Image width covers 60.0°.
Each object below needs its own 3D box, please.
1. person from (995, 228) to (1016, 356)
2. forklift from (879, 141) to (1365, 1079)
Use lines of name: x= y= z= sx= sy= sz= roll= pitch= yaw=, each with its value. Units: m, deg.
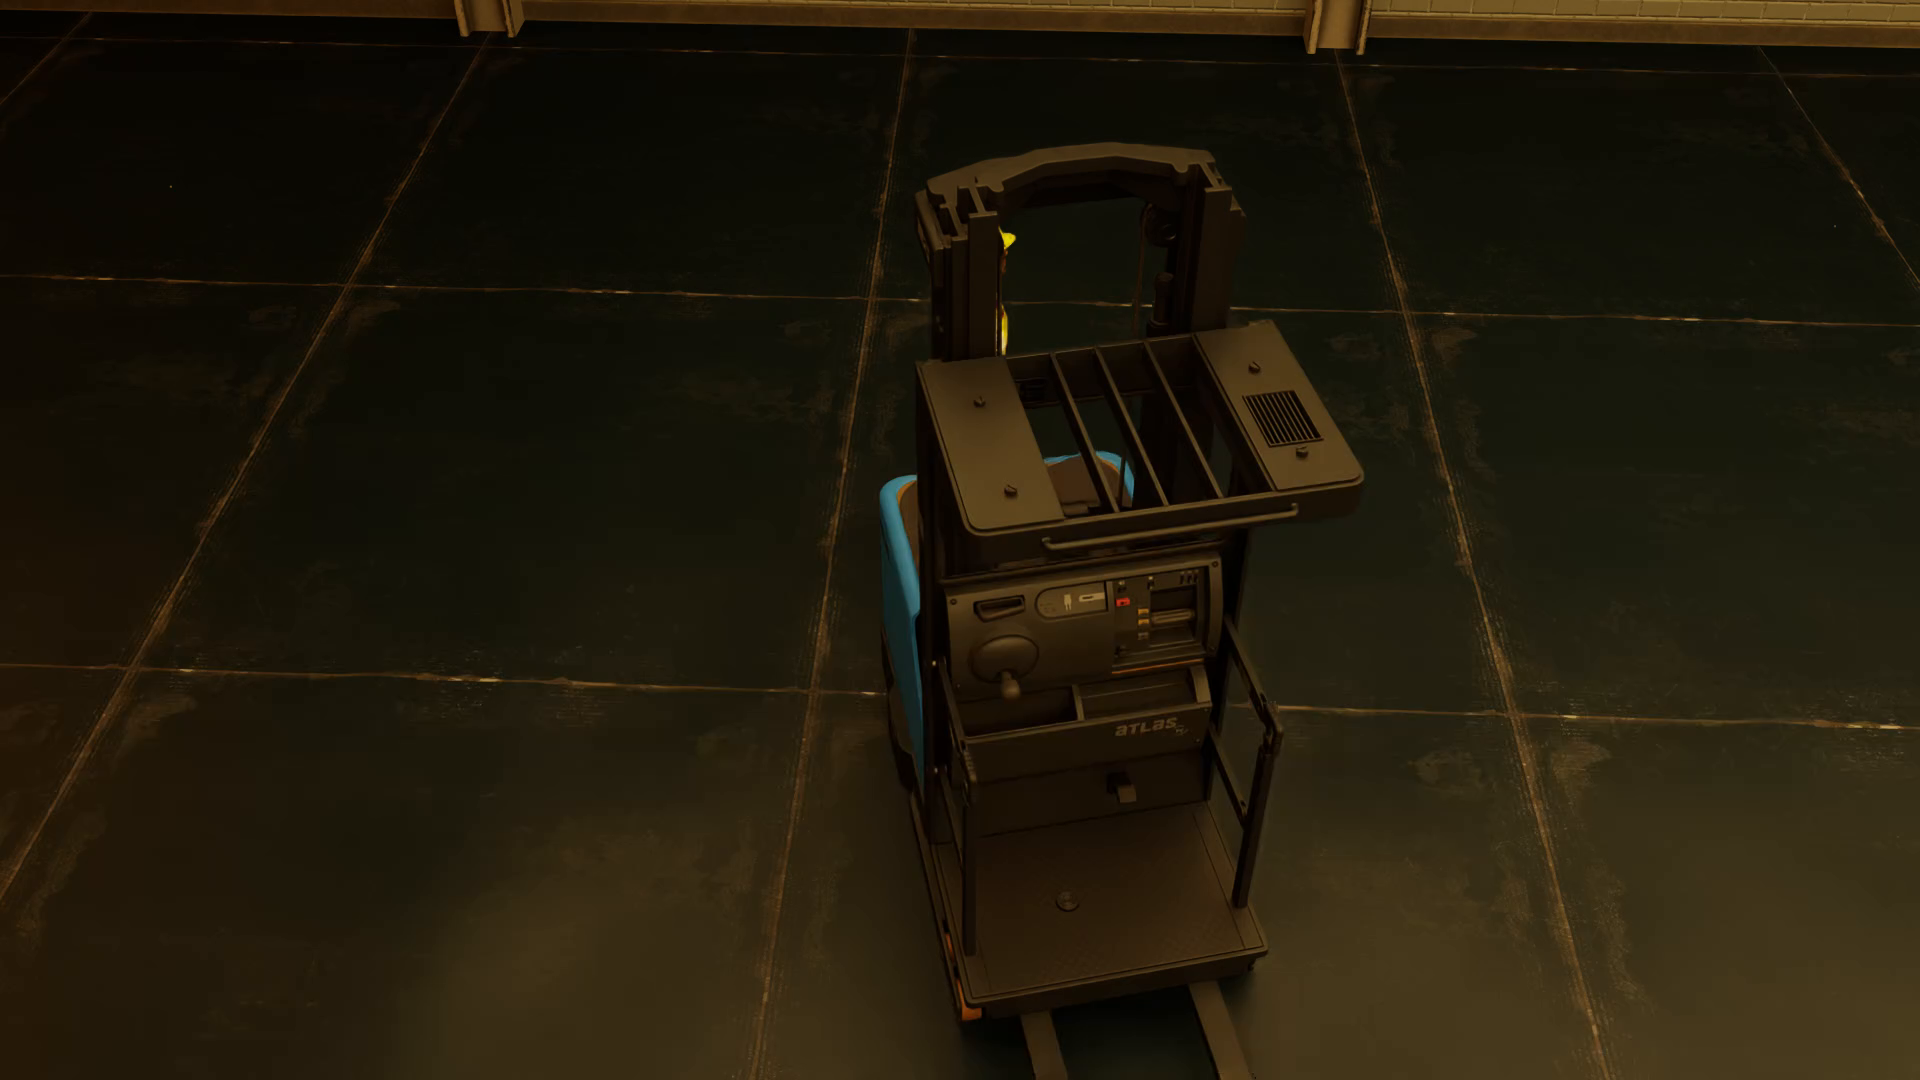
person: x=0.140 y=-0.630 z=7.333 sx=0.520 sy=1.743 sz=0.770 roll=-1 pitch=42 yaw=-1
forklift: x=0.461 y=0.373 z=5.333 sx=1.130 sy=2.935 sz=3.031 roll=-8 pitch=43 yaw=-9
